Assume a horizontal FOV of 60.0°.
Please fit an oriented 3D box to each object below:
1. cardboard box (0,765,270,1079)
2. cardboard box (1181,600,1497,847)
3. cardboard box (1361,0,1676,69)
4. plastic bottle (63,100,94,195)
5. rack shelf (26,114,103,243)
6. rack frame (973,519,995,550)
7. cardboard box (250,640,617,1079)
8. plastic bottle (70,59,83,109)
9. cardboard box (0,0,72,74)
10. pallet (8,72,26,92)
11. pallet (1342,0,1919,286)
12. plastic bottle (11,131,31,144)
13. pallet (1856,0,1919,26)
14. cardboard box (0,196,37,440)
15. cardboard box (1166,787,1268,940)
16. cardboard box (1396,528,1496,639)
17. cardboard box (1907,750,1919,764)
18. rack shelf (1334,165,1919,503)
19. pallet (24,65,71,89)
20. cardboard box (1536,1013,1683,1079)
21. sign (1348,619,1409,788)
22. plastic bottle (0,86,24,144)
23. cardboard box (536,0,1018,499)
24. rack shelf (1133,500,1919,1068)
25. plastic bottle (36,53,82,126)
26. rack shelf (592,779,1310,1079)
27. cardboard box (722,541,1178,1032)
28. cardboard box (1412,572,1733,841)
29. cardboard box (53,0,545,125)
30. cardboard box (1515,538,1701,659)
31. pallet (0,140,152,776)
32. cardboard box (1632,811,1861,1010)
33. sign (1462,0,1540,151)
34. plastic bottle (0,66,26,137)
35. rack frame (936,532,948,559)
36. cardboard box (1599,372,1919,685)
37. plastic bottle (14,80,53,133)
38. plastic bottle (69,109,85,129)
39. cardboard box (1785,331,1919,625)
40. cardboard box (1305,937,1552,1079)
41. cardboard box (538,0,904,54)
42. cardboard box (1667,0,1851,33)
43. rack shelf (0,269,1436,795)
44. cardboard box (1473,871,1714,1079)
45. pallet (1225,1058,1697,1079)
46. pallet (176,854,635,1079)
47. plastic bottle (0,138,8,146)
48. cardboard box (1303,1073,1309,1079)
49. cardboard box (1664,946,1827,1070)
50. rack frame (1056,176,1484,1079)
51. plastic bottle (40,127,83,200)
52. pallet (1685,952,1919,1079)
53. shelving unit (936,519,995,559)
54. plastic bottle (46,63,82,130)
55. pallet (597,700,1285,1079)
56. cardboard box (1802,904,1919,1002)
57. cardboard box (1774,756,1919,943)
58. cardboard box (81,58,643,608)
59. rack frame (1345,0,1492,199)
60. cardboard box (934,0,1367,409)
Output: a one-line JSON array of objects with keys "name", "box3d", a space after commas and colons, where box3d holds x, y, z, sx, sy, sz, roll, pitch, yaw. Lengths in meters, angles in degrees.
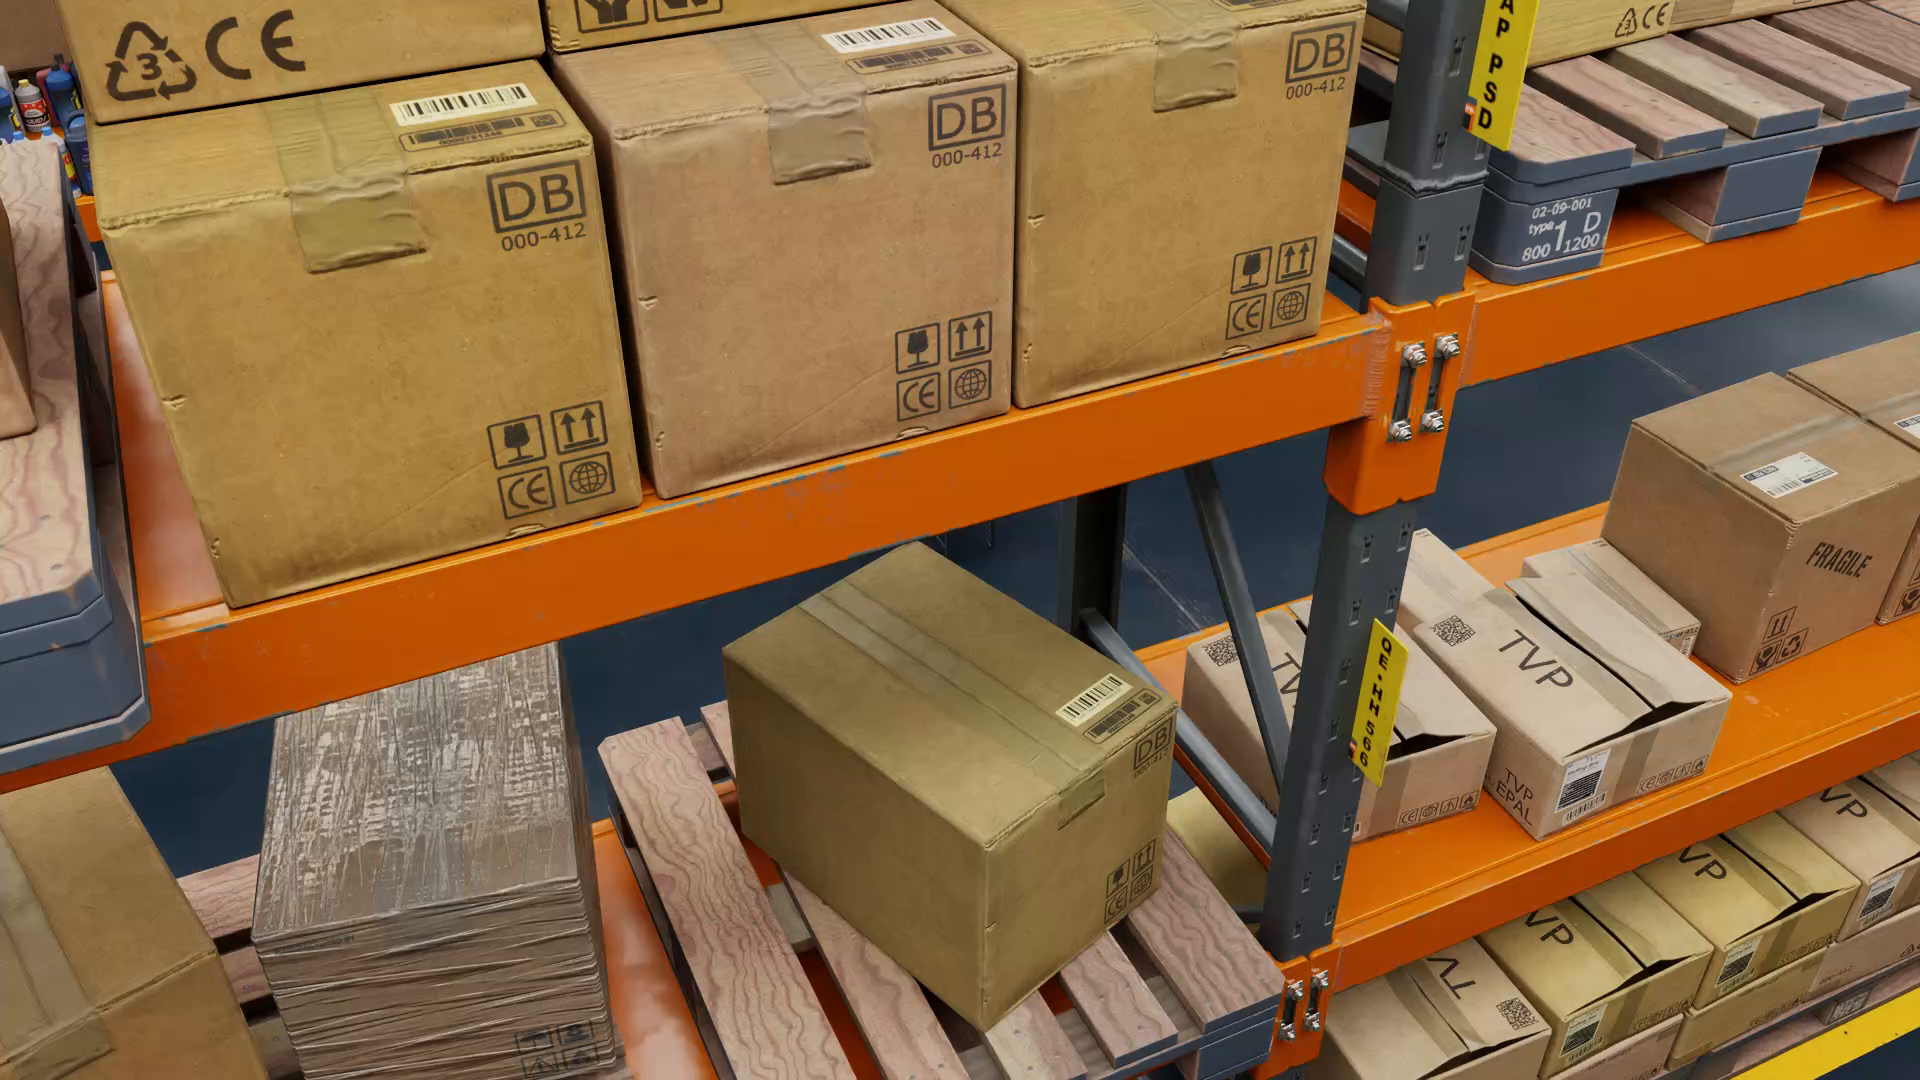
[{"name": "cardboard box", "box3d": [-1.552, 0.756, 2.776, 0.500, 0.500, 0.700, -26, 44, -31]}, {"name": "cardboard box", "box3d": [0.844, 0.400, 3.767, 0.500, 0.311, 0.500, -13, 39, -17]}, {"name": "cardboard box", "box3d": [0.882, -1.026, 2.870, 0.500, 0.250, 0.500, -19, 40, -23]}, {"name": "plastic bottle", "box3d": [-3.275, -1.499, 6.295, 0.185, 0.351, 0.144, -16, 39, -20]}, {"name": "rack shelf", "box3d": [-3.416, -1.444, 6.783, 4.000, 0.370, 1.077, -16, 39, -20]}, {"name": "rack frame", "box3d": [0.085, -0.385, 6.514, 0.006, 0.900, 0.240, -16, 39, -20]}, {"name": "cardboard box", "box3d": [-0.936, 0.573, 3.023, 0.500, 0.500, 0.700, -9, 37, -11]}, {"name": "plastic bottle", "box3d": [-3.536, -1.895, 6.828, 0.185, 0.351, 0.144, -16, 39, -20]}, {"name": "cardboard box", "box3d": [-5.952, -3.613, 10.534, 0.875, 0.875, 1.225, -17, 40, -21]}, {"name": "pallet", "box3d": [-6.665, -3.014, 10.636, 1.213, 0.211, 1.003, -16, 39, -20]}, {"name": "pallet", "box3d": [1.072, -0.916, 3.108, 1.003, 0.211, 1.213, -14, 39, -18]}, {"name": "plastic bottle", "box3d": [-3.481, -1.395, 6.220, 0.097, 0.271, 0.097, 0, 37, 0]}, {"name": "pallet", "box3d": [2.083, -1.201, 3.492, 1.213, 0.211, 1.003, -14, 39, -18]}, {"name": "cardboard box", "box3d": [-1.432, -0.435, 1.781, 0.600, 0.600, 0.600, -17, 40, -22]}, {"name": "cardboard box", "box3d": [0.865, 0.878, 4.533, 0.500, 0.311, 0.500, -15, 39, -19]}, {"name": "cardboard box", "box3d": [1.192, 0.157, 4.231, 0.250, 0.149, 0.380, -16, 39, -20]}, {"name": "cardboard box", "box3d": [2.951, 0.648, 4.843, 0.500, 0.311, 0.500, -16, 39, -20]}, {"name": "rack shelf", "box3d": [2.306, -0.989, 3.652, 4.000, 0.370, 1.077, -16, 39, -20]}, {"name": "pallet", "box3d": [-5.559, -3.325, 11.056, 1.213, 0.211, 1.003, -16, 39, -20]}, {"name": "cardboard box", "box3d": [1.549, 1.267, 4.480, 0.500, 0.250, 0.500, -17, 40, -21]}, {"name": "sign", "box3d": [0.735, 0.290, 2.936, 0.005, 0.325, 0.100, -16, 39, -20]}, {"name": "plastic bottle", "box3d": [-3.818, -1.700, 6.632, 0.097, 0.271, 0.097, 0, 37, 0]}, {"name": "cardboard box", "box3d": [-0.347, -0.554, 2.378, 0.500, 0.500, 0.910, -16, 39, -20]}, {"name": "rack shelf", "box3d": [2.306, 0.216, 4.545, 4.000, 0.370, 1.077, -16, 39, -20]}, {"name": "plastic bottle", "box3d": [-3.698, -1.850, 6.824, 0.133, 0.283, 0.061, -16, 39, -20]}, {"name": "rack shelf", "box3d": [-1.315, 1.228, 3.180, 4.000, 0.370, 1.077, -16, 39, -20]}, {"name": "cardboard box", "box3d": [-0.027, 0.444, 3.197, 0.500, 0.500, 0.700, -30, 46, -34]}, {"name": "cardboard box", "box3d": [1.388, 0.347, 3.839, 0.500, 0.311, 0.500, -16, 39, -20]}, {"name": "cardboard box", "box3d": [-0.825, -0.848, 1.935, 0.500, 0.500, 0.500, -16, 39, -20]}, {"name": "cardboard box", "box3d": [1.626, 0.181, 4.199, 0.250, 0.149, 0.380, -13, 38, -17]}, {"name": "pallet", "box3d": [-1.568, -0.075, 1.974, 1.003, 0.211, 1.213, -16, 39, -20]}, {"name": "cardboard box", "box3d": [2.029, 0.904, 4.498, 0.500, 0.311, 0.500, -17, 40, -21]}, {"name": "sign", "box3d": [0.724, -0.686, 2.206, 0.005, 0.325, 0.100, -16, 39, -20]}, {"name": "plastic bottle", "box3d": [-3.888, -1.764, 6.715, 0.135, 0.276, 0.152, -16, 39, -20]}, {"name": "rack frame", "box3d": [-0.099, -0.334, 6.444, 0.006, 0.900, 0.240, -16, 39, -20]}, {"name": "cardboard box", "box3d": [2.008, -0.041, 4.203, 0.500, 0.500, 0.500, -18, 40, -22]}, {"name": "plastic bottle", "box3d": [-3.795, -1.778, 6.796, 0.097, 0.201, 0.097, 0, 37, 0]}, {"name": "plastic bottle", "box3d": [-3.366, -1.522, 6.392, 0.097, 0.271, 0.097, 0, 37, 0]}, {"name": "cardboard box", "box3d": [2.484, -0.174, 4.383, 0.500, 0.500, 0.500, -16, 39, -20]}, {"name": "cardboard box", "box3d": [1.095, 1.169, 4.141, 0.500, 0.311, 0.500, -14, 39, -18]}, {"name": "cardboard box", "box3d": [-0.364, -0.978, 2.109, 0.500, 0.500, 0.500, -16, 39, -20]}, {"name": "cardboard box", "box3d": [1.349, -1.168, 3.062, 0.500, 0.250, 0.500, -15, 39, -19]}, {"name": "rack shelf", "box3d": [-1.315, 0.023, 2.287, 4.000, 0.370, 1.077, -16, 39, -20]}, {"name": "cardboard box", "box3d": [1.567, 1.032, 4.326, 0.500, 0.311, 0.500, -17, 40, -21]}, {"name": "pallet", "box3d": [1.257, 1.365, 4.732, 1.213, 0.211, 1.003, -16, 39, -20]}, {"name": "pallet", "box3d": [-1.263, 1.005, 3.039, 1.213, 0.211, 1.003, -16, 39, -20]}, {"name": "plastic bottle", "box3d": [-3.597, -1.382, 6.199, 0.135, 0.276, 0.152, -16, 39, -20]}, {"name": "cardboard box", "box3d": [1.095, 1.394, 4.308, 0.500, 0.250, 0.500, -16, 39, -20]}, {"name": "cardboard box", "box3d": [2.017, 1.132, 4.662, 0.500, 0.250, 0.500, -17, 40, -21]}, {"name": "rack frame", "box3d": [0.496, 0.433, 3.649, 0.127, 3.000, 1.000, -16, 39, -20]}, {"name": "plastic bottle", "box3d": [-3.393, -1.419, 6.254, 0.097, 0.271, 0.097, 0, 37, 0]}, {"name": "pallet", "box3d": [2.360, 1.059, 5.145, 1.213, 0.211, 1.003, -16, 39, -20]}, {"name": "shelving unit", "box3d": [-0.007, -0.359, 6.479, 0.210, 0.900, 0.258, -16, 39, -20]}, {"name": "plastic bottle", "box3d": [-3.648, -1.807, 6.777, 0.097, 0.271, 0.097, 0, 37, 0]}, {"name": "pallet", "box3d": [-0.088, 0.719, 3.423, 1.003, 0.211, 1.213, -16, 39, -20]}, {"name": "cardboard box", "box3d": [2.482, 1.002, 4.836, 0.500, 0.250, 0.500, -15, 39, -19]}, {"name": "cardboard box", "box3d": [2.494, 0.773, 4.674, 0.500, 0.311, 0.500, -16, 39, -21]}, {"name": "cardboard box", "box3d": [-0.817, -0.423, 2.200, 0.500, 0.500, 0.910, -16, 39, -20]}, {"name": "rack frame", "box3d": [0.496, -1.977, 1.861, 0.127, 3.000, 1.000, -16, 39, -20]}, {"name": "cardboard box", "box3d": [0.115, -0.683, 2.552, 0.500, 0.500, 0.910, -16, 39, -20]}]
